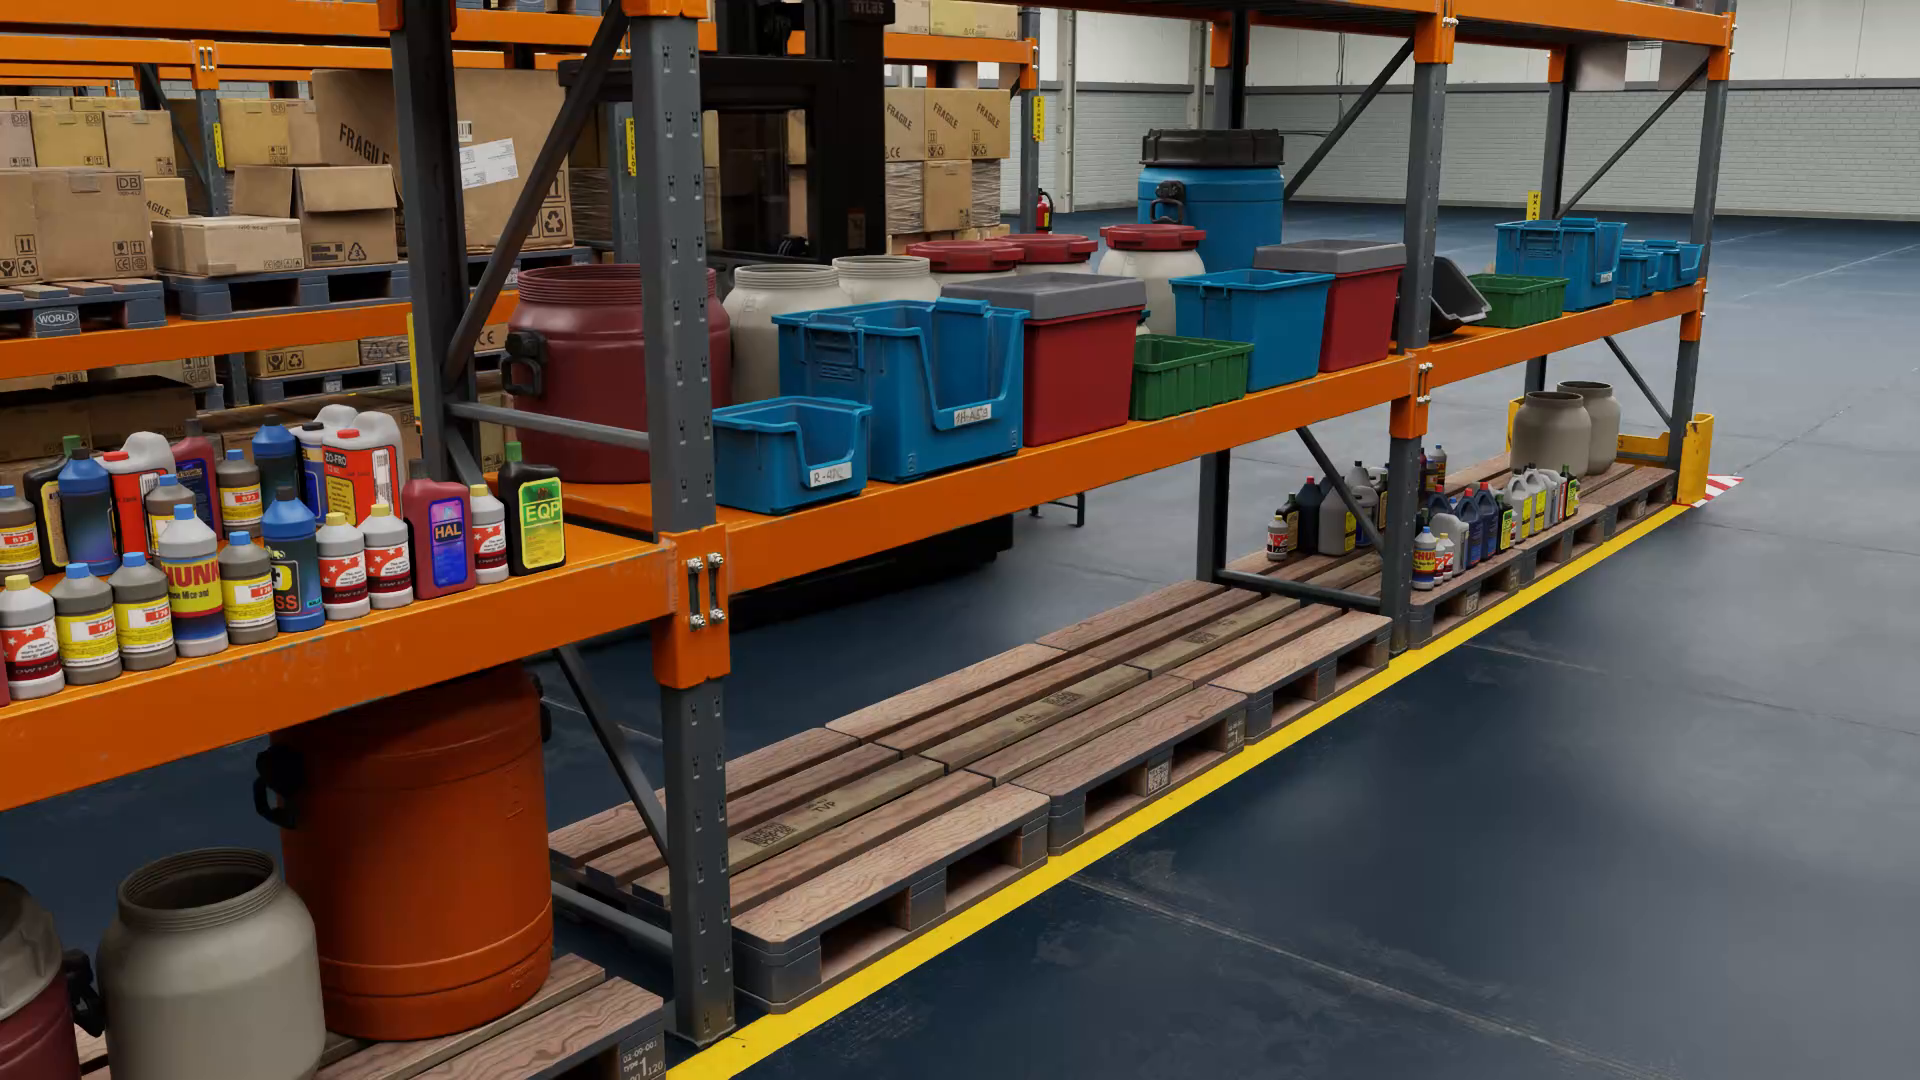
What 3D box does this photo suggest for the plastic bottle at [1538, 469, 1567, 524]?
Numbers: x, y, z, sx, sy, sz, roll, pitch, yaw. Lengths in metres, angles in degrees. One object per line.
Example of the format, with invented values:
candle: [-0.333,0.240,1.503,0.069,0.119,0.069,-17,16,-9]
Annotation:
plastic bottle: [3.040,-0.235,8.596,0.152,0.276,0.135,11,18,38]

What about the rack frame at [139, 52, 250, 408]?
rack frame: [-6.127,-2.593,13.239,1.000,3.000,0.127,11,18,38]

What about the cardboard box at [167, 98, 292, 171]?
cardboard box: [-5.869,-3.255,13.345,0.875,0.550,0.550,11,18,38]

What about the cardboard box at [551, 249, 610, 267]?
cardboard box: [-2.427,-1.771,10.513,0.380,0.149,0.250,11,18,38]

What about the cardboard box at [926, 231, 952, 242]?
cardboard box: [-0.281,-2.215,12.260,0.380,0.149,0.250,11,18,38]

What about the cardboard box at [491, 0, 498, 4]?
cardboard box: [-4.335,-4.808,14.509,0.500,0.250,0.500,11,18,37]

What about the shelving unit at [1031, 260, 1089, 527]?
shelving unit: [0.292,-0.776,9.132,0.755,1.500,0.431,-13,19,-41]

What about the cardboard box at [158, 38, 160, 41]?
cardboard box: [-8.594,-5.198,17.102,0.500,0.250,0.500,11,18,38]

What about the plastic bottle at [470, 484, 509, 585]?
plastic bottle: [-1.004,-0.015,3.493,0.097,0.201,0.097,0,14,0]

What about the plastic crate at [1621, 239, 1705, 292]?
plastic crate: [3.952,-1.592,9.598,0.499,0.251,0.616,11,18,38]

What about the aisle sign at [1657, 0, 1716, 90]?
aisle sign: [4.310,-3.034,9.693,0.394,0.787,0.004,11,18,38]

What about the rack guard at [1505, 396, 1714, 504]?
rack guard: [4.022,-0.573,10.361,1.175,0.500,0.348,11,18,38]

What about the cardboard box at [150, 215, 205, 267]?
cardboard box: [-4.009,-1.540,8.512,0.396,0.266,0.258,11,18,36]

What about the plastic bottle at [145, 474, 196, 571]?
plastic bottle: [-1.700,-0.040,3.593,0.097,0.201,0.097,0,14,0]

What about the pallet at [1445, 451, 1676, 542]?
pallet: [3.507,-0.278,9.788,1.003,0.211,1.213,11,18,38]

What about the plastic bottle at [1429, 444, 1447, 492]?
plastic bottle: [2.651,-0.398,9.244,0.097,0.271,0.097,0,14,0]

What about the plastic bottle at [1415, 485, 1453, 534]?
plastic bottle: [2.237,-0.082,7.840,0.144,0.351,0.185,11,18,38]

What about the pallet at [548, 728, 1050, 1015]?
pallet: [-0.478,0.935,5.012,1.003,0.211,1.213,11,18,38]

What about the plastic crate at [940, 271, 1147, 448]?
plastic crate: [0.259,-0.567,5.133,0.402,0.464,0.583,11,18,38]

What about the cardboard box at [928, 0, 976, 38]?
cardboard box: [-0.236,-3.726,11.910,0.500,0.250,0.500,11,18,38]

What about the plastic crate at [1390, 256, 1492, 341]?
plastic crate: [1.947,-1.090,7.449,0.767,0.338,0.504,11,18,38]

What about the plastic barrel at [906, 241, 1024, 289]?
plastic barrel: [0.014,-0.733,5.641,0.433,0.535,0.433,0,14,0]

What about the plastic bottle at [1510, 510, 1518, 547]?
plastic bottle: [2.664,-0.074,8.112,0.097,0.201,0.097,0,14,0]

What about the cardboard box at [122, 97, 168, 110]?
cardboard box: [-8.664,-4.368,17.388,0.700,0.500,0.500,11,18,37]

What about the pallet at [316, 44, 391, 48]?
pallet: [-4.838,-4.392,14.407,1.003,0.211,1.213,11,18,38]

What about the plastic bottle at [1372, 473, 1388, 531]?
plastic bottle: [2.119,-0.192,8.411,0.061,0.283,0.133,11,18,38]

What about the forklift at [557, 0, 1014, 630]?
forklift: [-1.141,-1.158,7.728,3.031,2.935,1.130,-13,19,-41]

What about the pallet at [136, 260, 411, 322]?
pallet: [-3.635,-1.333,8.667,1.003,0.211,1.213,11,18,38]

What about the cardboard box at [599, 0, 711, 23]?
cardboard box: [-1.851,-3.234,9.974,0.500,0.250,0.500,10,18,35]

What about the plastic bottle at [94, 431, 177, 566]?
plastic bottle: [-1.809,-0.092,3.646,0.152,0.276,0.135,11,18,38]

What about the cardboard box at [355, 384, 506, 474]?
cardboard box: [-3.050,-0.605,9.597,0.700,0.500,0.500,11,18,37]

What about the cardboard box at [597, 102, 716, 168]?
cardboard box: [-1.853,-2.530,10.154,0.500,0.500,0.500,11,18,38]

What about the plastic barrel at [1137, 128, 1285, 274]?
plastic barrel: [1.041,-1.256,6.956,0.600,0.901,0.708,11,18,38]

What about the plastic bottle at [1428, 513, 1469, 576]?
plastic bottle: [2.243,0.008,7.639,0.152,0.276,0.135,12,19,40]

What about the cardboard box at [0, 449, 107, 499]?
cardboard box: [-4.442,-0.173,7.897,0.700,0.500,0.500,10,17,35]

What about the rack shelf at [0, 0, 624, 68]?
rack shelf: [-3.590,-2.528,8.353,1.077,0.370,4.000,11,18,38]

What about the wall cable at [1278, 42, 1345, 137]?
wall cable: [9.207,-12.387,45.913,3.097,2.526,0.112,11,18,38]

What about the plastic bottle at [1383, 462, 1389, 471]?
plastic bottle: [2.246,-0.274,8.758,0.097,0.271,0.097,0,14,0]

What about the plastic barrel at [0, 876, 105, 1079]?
plastic barrel: [-1.999,1.004,3.123,0.600,0.588,0.708,11,18,38]

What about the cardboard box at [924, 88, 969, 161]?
cardboard box: [-0.282,-3.009,12.039,0.500,0.500,0.500,11,18,38]

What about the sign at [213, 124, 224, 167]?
sign: [-5.699,-3.034,12.783,0.100,0.325,0.005,11,18,38]

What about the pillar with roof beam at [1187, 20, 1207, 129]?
pillar with roof beam: [9.675,-12.866,41.493,9.100,9.000,0.400,11,18,38]

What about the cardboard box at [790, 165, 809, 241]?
cardboard box: [-1.425,-2.277,11.188,0.875,0.500,0.500,11,18,38]

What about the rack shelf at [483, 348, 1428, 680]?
rack shelf: [0.262,-0.308,5.705,1.077,0.370,4.000,11,18,38]

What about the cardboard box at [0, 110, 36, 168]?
cardboard box: [-7.075,-2.835,11.956,0.700,0.500,0.500,11,18,38]

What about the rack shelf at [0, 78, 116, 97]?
rack shelf: [-12.647,-5.596,20.426,1.077,0.370,4.000,11,18,38]

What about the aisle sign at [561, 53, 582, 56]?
aisle sign: [-3.802,-4.679,16.170,0.394,0.787,0.004,11,18,38]

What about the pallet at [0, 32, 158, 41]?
pallet: [-6.665,-3.771,12.172,0.805,0.209,1.217,10,18,35]

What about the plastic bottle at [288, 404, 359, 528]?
plastic bottle: [-1.518,-0.181,3.995,0.152,0.276,0.135,11,18,38]

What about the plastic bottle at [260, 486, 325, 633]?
plastic bottle: [-1.271,0.033,3.163,0.097,0.271,0.097,0,14,0]

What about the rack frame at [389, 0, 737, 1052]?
rack frame: [-0.995,-0.274,4.109,1.000,3.000,0.127,11,18,38]

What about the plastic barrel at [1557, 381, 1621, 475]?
plastic barrel: [3.679,-0.666,9.852,0.421,0.512,0.421,0,14,0]

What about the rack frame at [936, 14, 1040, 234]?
rack frame: [0.181,-2.572,13.157,1.000,3.000,0.127,11,18,38]

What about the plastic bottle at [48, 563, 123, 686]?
plastic bottle: [-1.516,0.141,2.878,0.097,0.201,0.097,0,14,0]

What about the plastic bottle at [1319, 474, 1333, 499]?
plastic bottle: [1.821,-0.174,8.202,0.144,0.351,0.185,10,17,35]

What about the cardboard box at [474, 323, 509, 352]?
cardboard box: [-4.540,-2.224,15.248,0.875,0.875,0.875,11,18,37]
